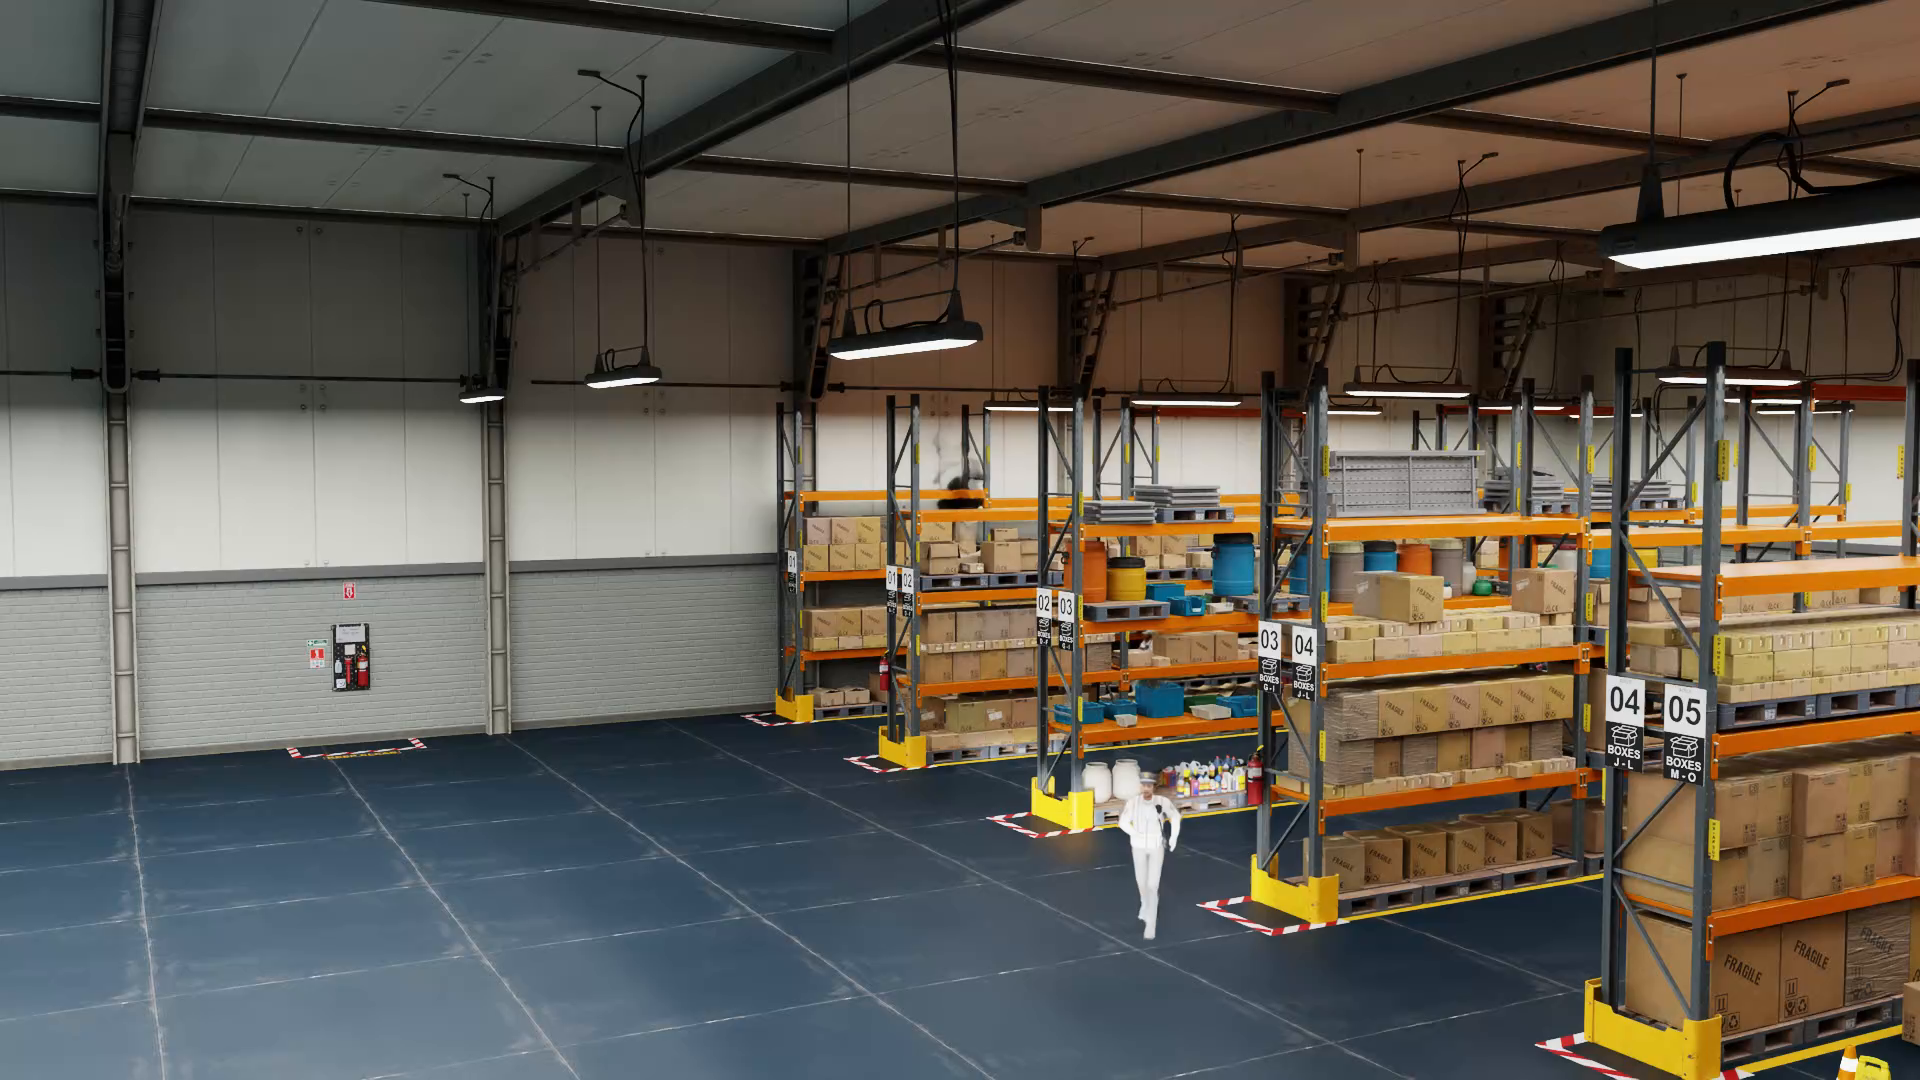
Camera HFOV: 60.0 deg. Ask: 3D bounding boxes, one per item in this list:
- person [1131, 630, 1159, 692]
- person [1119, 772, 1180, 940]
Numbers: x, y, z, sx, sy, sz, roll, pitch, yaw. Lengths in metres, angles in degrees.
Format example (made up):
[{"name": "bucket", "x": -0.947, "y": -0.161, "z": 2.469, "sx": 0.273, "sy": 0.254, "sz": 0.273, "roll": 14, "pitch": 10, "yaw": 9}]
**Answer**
[{"name": "person", "x": 3.593, "y": 2.540, "z": 31.766, "sx": 0.751, "sy": 1.728, "sz": 0.580, "roll": -2, "pitch": 4, "yaw": -37}, {"name": "person", "x": 2.020, "y": 3.317, "z": 17.765, "sx": 0.626, "sy": 1.746, "sz": 0.792, "roll": 1, "pitch": 3, "yaw": 16}]
